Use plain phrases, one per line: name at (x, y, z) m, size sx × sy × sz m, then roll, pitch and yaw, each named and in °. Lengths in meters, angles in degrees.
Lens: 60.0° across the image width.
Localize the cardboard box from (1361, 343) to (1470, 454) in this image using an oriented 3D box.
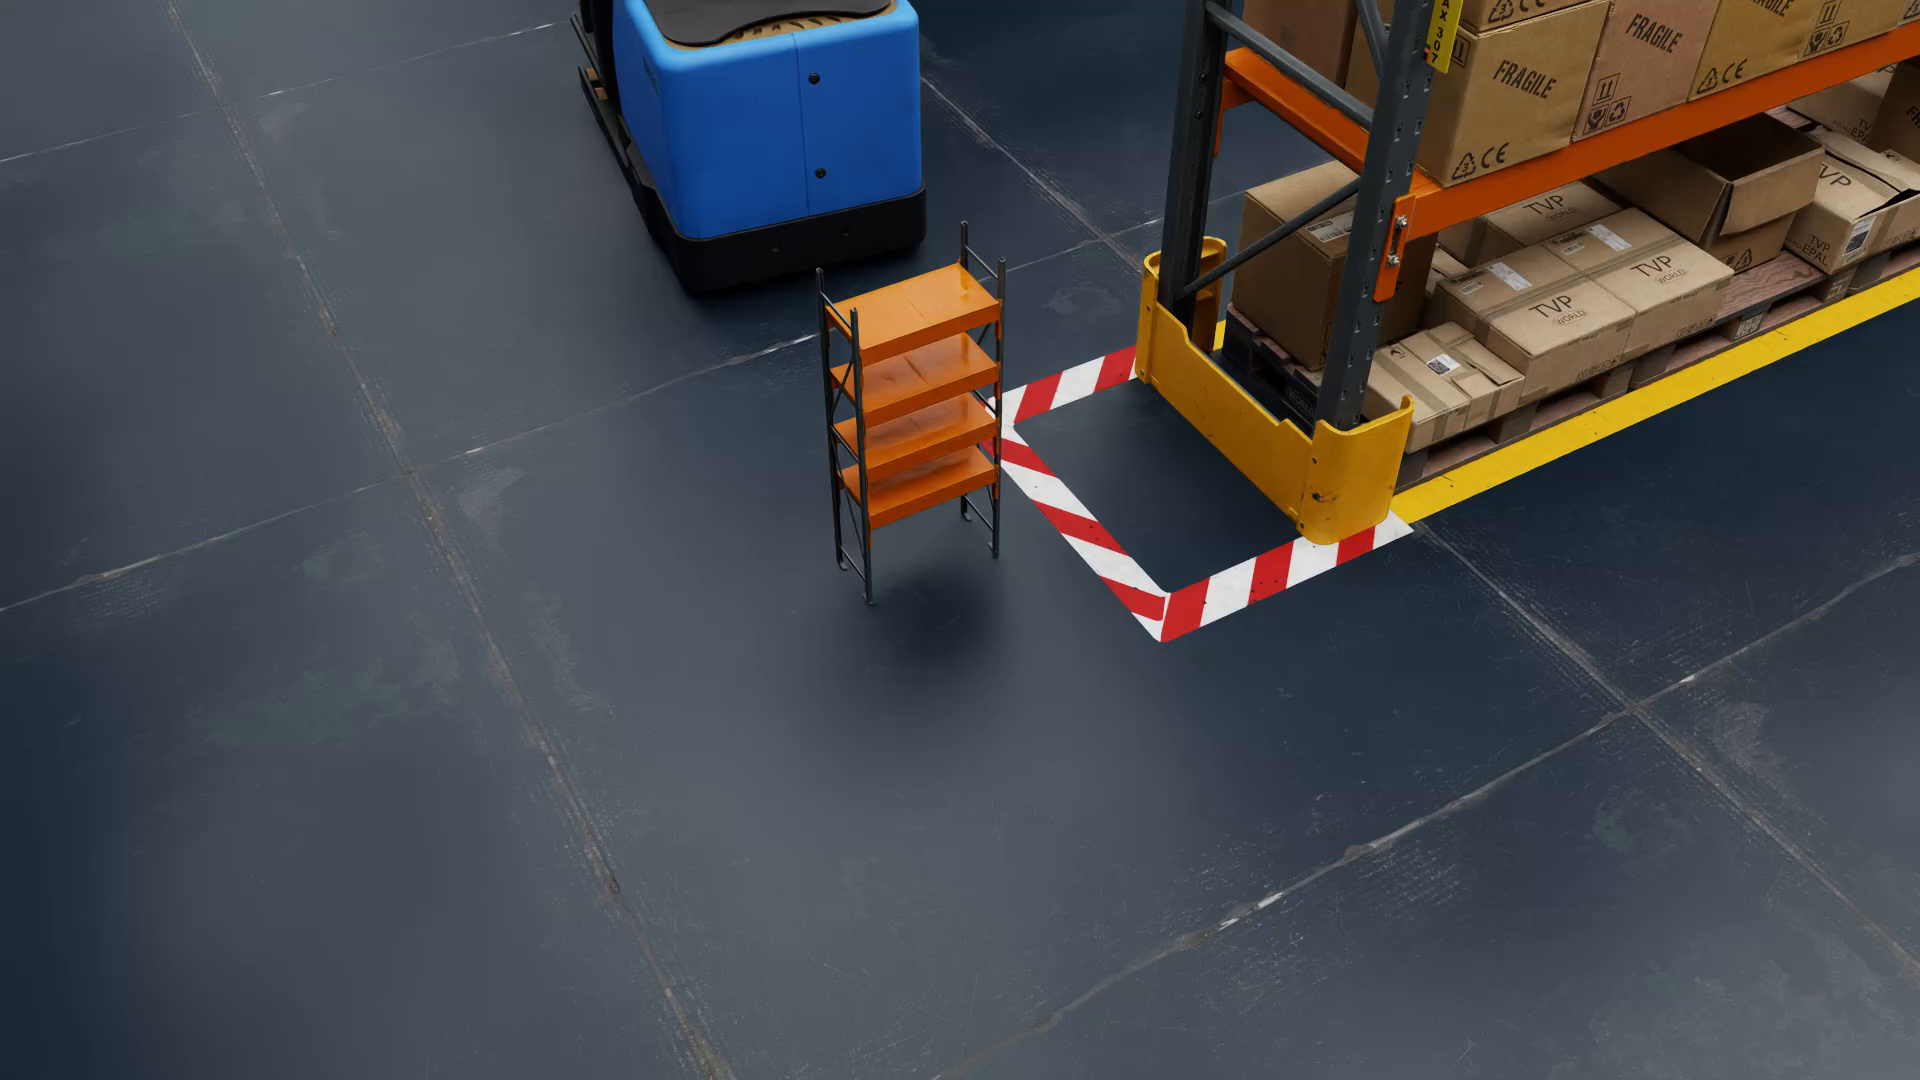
cardboard box at (1.558, -0.500, 5.843) m, size 0.250 × 0.149 × 0.380 m, roll -22°, pitch 48°, yaw -21°

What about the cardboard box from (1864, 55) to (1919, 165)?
cardboard box at (4.139, -1.707, 6.834) m, size 0.500 × 0.500 × 0.500 m, roll -22°, pitch 48°, yaw -21°

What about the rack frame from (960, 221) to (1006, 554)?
rack frame at (0.068, -0.458, 5.360) m, size 0.015 × 1.200 × 0.240 m, roll -22°, pitch 48°, yaw -21°

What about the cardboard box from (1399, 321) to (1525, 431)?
cardboard box at (1.775, -0.593, 5.926) m, size 0.250 × 0.166 × 0.380 m, roll -22°, pitch 48°, yaw -21°

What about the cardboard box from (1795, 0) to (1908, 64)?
cardboard box at (2.855, -1.985, 5.570) m, size 0.500 × 0.500 × 0.500 m, roll -21°, pitch 48°, yaw -20°

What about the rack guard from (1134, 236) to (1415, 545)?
rack guard at (1.089, -0.557, 5.965) m, size 0.348 × 0.500 × 1.175 m, roll -22°, pitch 48°, yaw -21°

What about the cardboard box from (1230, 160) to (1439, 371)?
cardboard box at (1.372, -1.026, 6.132) m, size 0.500 × 0.500 × 0.500 m, roll -22°, pitch 48°, yaw -21°

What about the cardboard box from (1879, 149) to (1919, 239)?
cardboard box at (3.844, -1.415, 6.785) m, size 0.250 × 0.149 × 0.380 m, roll -22°, pitch 48°, yaw -21°

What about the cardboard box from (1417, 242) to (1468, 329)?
cardboard box at (1.768, -0.992, 6.337) m, size 0.250 × 0.166 × 0.380 m, roll -22°, pitch 48°, yaw -21°

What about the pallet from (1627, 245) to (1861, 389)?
pallet at (2.837, -1.151, 6.784) m, size 1.213 × 0.211 × 1.003 m, roll -22°, pitch 48°, yaw -21°

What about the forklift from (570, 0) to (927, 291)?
forklift at (-1.151, -3.092, 6.831) m, size 1.130 × 2.935 × 3.031 m, roll -15°, pitch 46°, yaw -15°

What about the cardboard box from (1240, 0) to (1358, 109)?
cardboard box at (1.276, -1.783, 5.362) m, size 0.500 × 0.500 × 0.500 m, roll -20°, pitch 48°, yaw -20°

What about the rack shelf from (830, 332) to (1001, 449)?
rack shelf at (-0.144, -0.485, 5.164) m, size 0.480 × 0.148 × 0.258 m, roll -22°, pitch 48°, yaw -21°

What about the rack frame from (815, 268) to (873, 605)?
rack frame at (-0.355, -0.288, 5.186) m, size 0.015 × 1.200 × 0.240 m, roll -22°, pitch 48°, yaw -21°

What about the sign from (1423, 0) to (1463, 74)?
sign at (1.294, -1.411, 4.428) m, size 0.005 × 0.325 × 0.100 m, roll -22°, pitch 48°, yaw -21°

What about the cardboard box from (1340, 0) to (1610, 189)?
cardboard box at (1.540, -1.458, 5.027) m, size 0.500 × 0.500 × 0.500 m, roll -21°, pitch 48°, yaw -20°

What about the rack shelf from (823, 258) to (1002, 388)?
rack shelf at (-0.144, -0.655, 4.999) m, size 0.480 × 0.148 × 0.258 m, roll -22°, pitch 48°, yaw -21°

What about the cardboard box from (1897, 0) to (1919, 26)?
cardboard box at (3.296, -2.164, 5.754) m, size 0.500 × 0.500 × 0.500 m, roll -21°, pitch 48°, yaw -20°

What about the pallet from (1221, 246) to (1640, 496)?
pallet at (1.780, -0.730, 6.351) m, size 1.213 × 0.211 × 1.003 m, roll -22°, pitch 48°, yaw -21°

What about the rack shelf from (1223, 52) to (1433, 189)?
rack shelf at (2.758, -1.933, 5.965) m, size 3.809 × 0.124 × 0.919 m, roll -22°, pitch 48°, yaw -21°

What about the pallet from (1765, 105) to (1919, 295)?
pallet at (3.896, -1.577, 7.223) m, size 1.213 × 0.211 × 1.003 m, roll -22°, pitch 48°, yaw -21°

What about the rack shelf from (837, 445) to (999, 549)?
rack shelf at (-0.144, -0.182, 5.458) m, size 0.480 × 0.148 × 0.258 m, roll -22°, pitch 48°, yaw -21°

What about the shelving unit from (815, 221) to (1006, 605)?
shelving unit at (-0.144, -0.373, 5.273) m, size 0.503 × 1.200 × 0.258 m, roll -22°, pitch 48°, yaw -21°

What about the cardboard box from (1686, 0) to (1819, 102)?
cardboard box at (2.421, -1.813, 5.392) m, size 0.500 × 0.500 × 0.500 m, roll -22°, pitch 48°, yaw -21°

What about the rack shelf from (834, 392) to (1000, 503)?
rack shelf at (-0.144, -0.325, 5.320) m, size 0.480 × 0.148 × 0.258 m, roll -22°, pitch 48°, yaw -21°

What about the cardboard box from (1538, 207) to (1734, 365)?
cardboard box at (2.503, -0.963, 6.247) m, size 0.500 × 0.250 × 0.500 m, roll -22°, pitch 48°, yaw -21°

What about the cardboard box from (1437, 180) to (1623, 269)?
cardboard box at (2.211, -1.248, 6.540) m, size 0.500 × 0.250 × 0.500 m, roll -22°, pitch 48°, yaw -21°

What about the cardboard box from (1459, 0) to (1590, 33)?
cardboard box at (1.540, -1.817, 4.679) m, size 0.500 × 0.500 × 0.500 m, roll -20°, pitch 48°, yaw -20°

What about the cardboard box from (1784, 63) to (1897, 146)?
cardboard box at (4.020, -1.993, 7.265) m, size 0.500 × 0.311 × 0.500 m, roll -22°, pitch 48°, yaw -21°

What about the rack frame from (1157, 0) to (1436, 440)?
rack frame at (1.024, -1.428, 5.067) m, size 0.127 × 3.000 × 1.000 m, roll -22°, pitch 48°, yaw -21°

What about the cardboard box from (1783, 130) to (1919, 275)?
cardboard box at (3.489, -1.379, 6.632) m, size 0.500 × 0.311 × 0.500 m, roll -22°, pitch 48°, yaw -21°

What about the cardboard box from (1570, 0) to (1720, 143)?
cardboard box at (1.984, -1.640, 5.215) m, size 0.500 × 0.500 × 0.500 m, roll -22°, pitch 48°, yaw -21°

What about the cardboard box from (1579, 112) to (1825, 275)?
cardboard box at (2.865, -1.422, 6.539) m, size 0.637 × 0.503 × 0.797 m, roll -22°, pitch 48°, yaw -21°
